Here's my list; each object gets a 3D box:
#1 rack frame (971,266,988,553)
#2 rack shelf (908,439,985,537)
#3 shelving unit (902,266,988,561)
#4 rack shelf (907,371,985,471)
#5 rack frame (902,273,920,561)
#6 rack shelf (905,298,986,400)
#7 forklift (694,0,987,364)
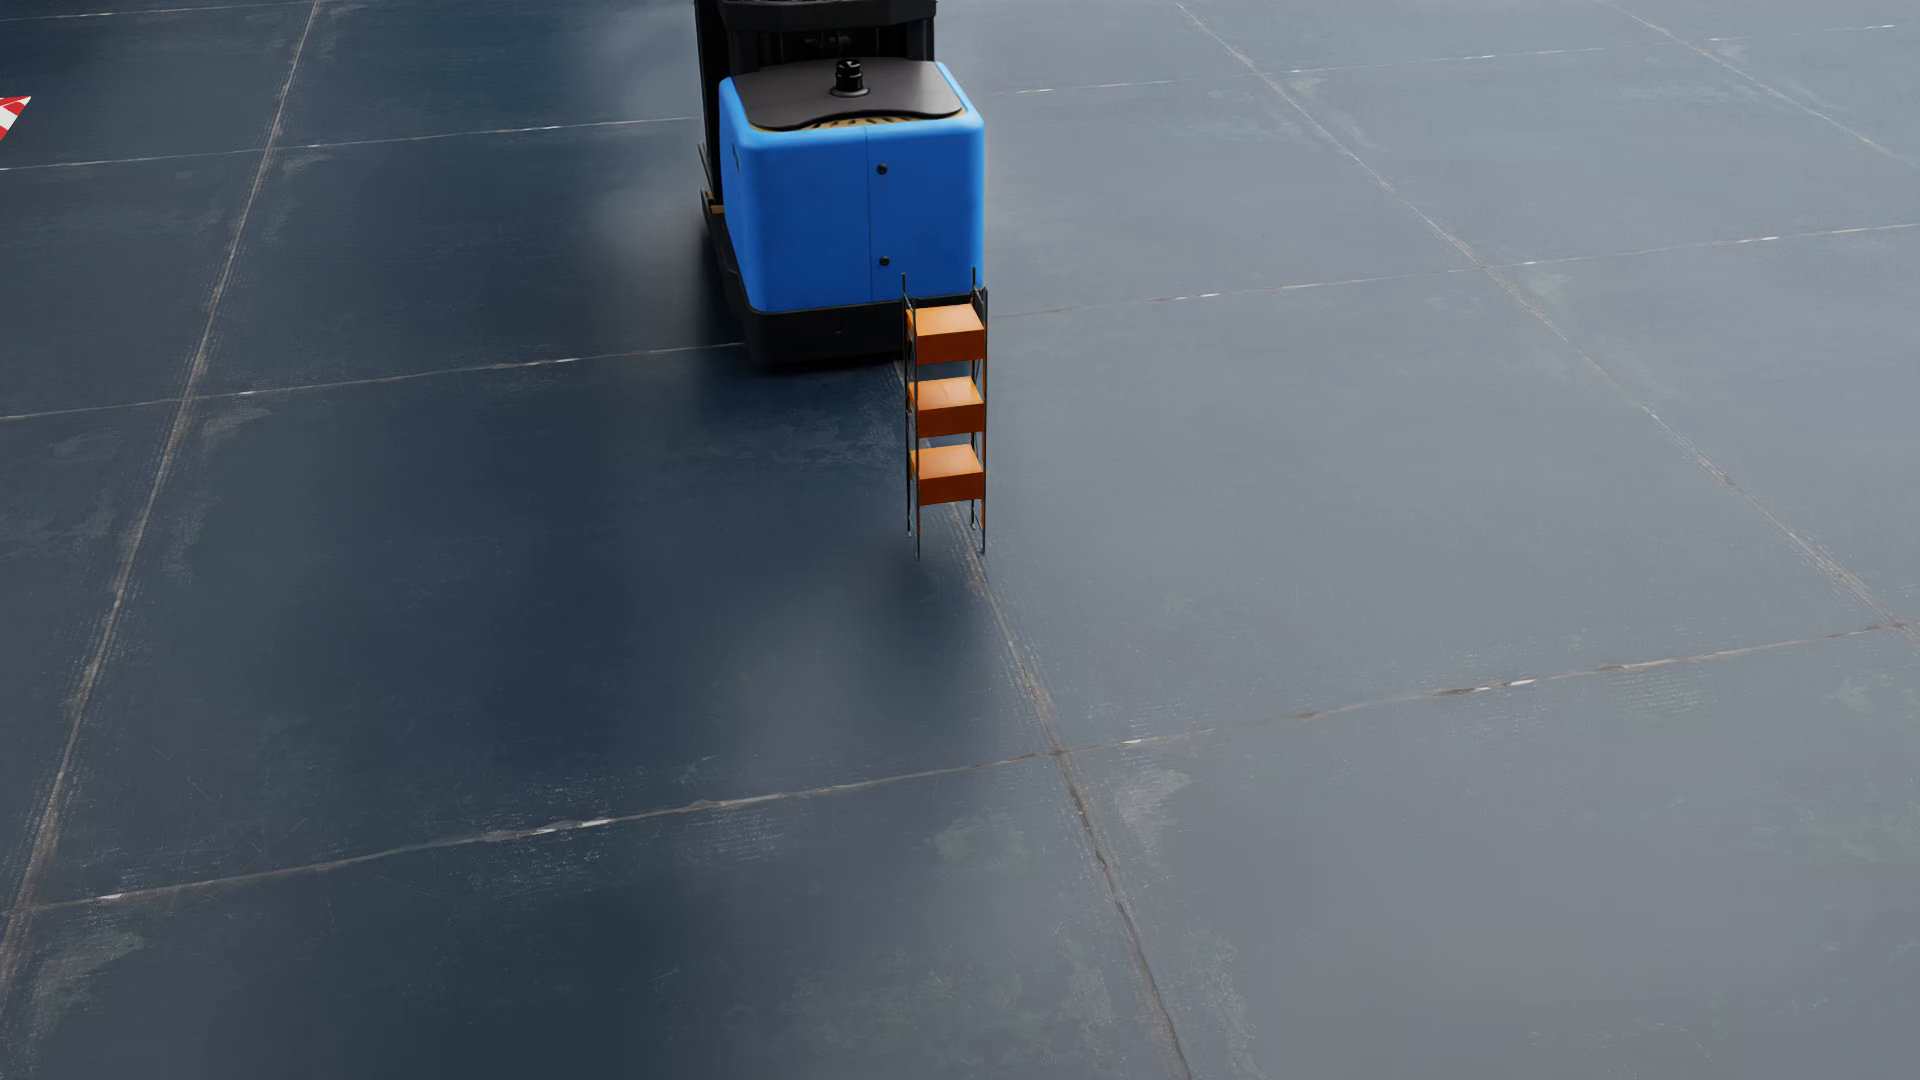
[{"bbox_3d":[0.067,-0.444,5.882,0.008,1.050,0.200,-7,35,-11],"label":"rack frame"},{"bbox_3d":[-0.052,-0.190,6.021,0.240,0.259,0.215,-7,35,-11],"label":"rack shelf"},{"bbox_3d":[-0.052,-0.429,5.860,0.252,1.050,0.215,-7,35,-11],"label":"shelving unit"},{"bbox_3d":[-0.052,-0.421,5.866,0.240,0.259,0.215,-7,35,-11],"label":"rack shelf"},{"bbox_3d":[-0.171,-0.414,5.838,0.008,1.050,0.200,-7,35,-11],"label":"rack frame"},{"bbox_3d":[-0.052,-0.656,5.708,0.240,0.259,0.215,-7,35,-11],"label":"rack shelf"},{"bbox_3d":[-0.718,-2.791,7.691,1.130,2.935,3.031,-7,35,-11],"label":"forklift"}]
